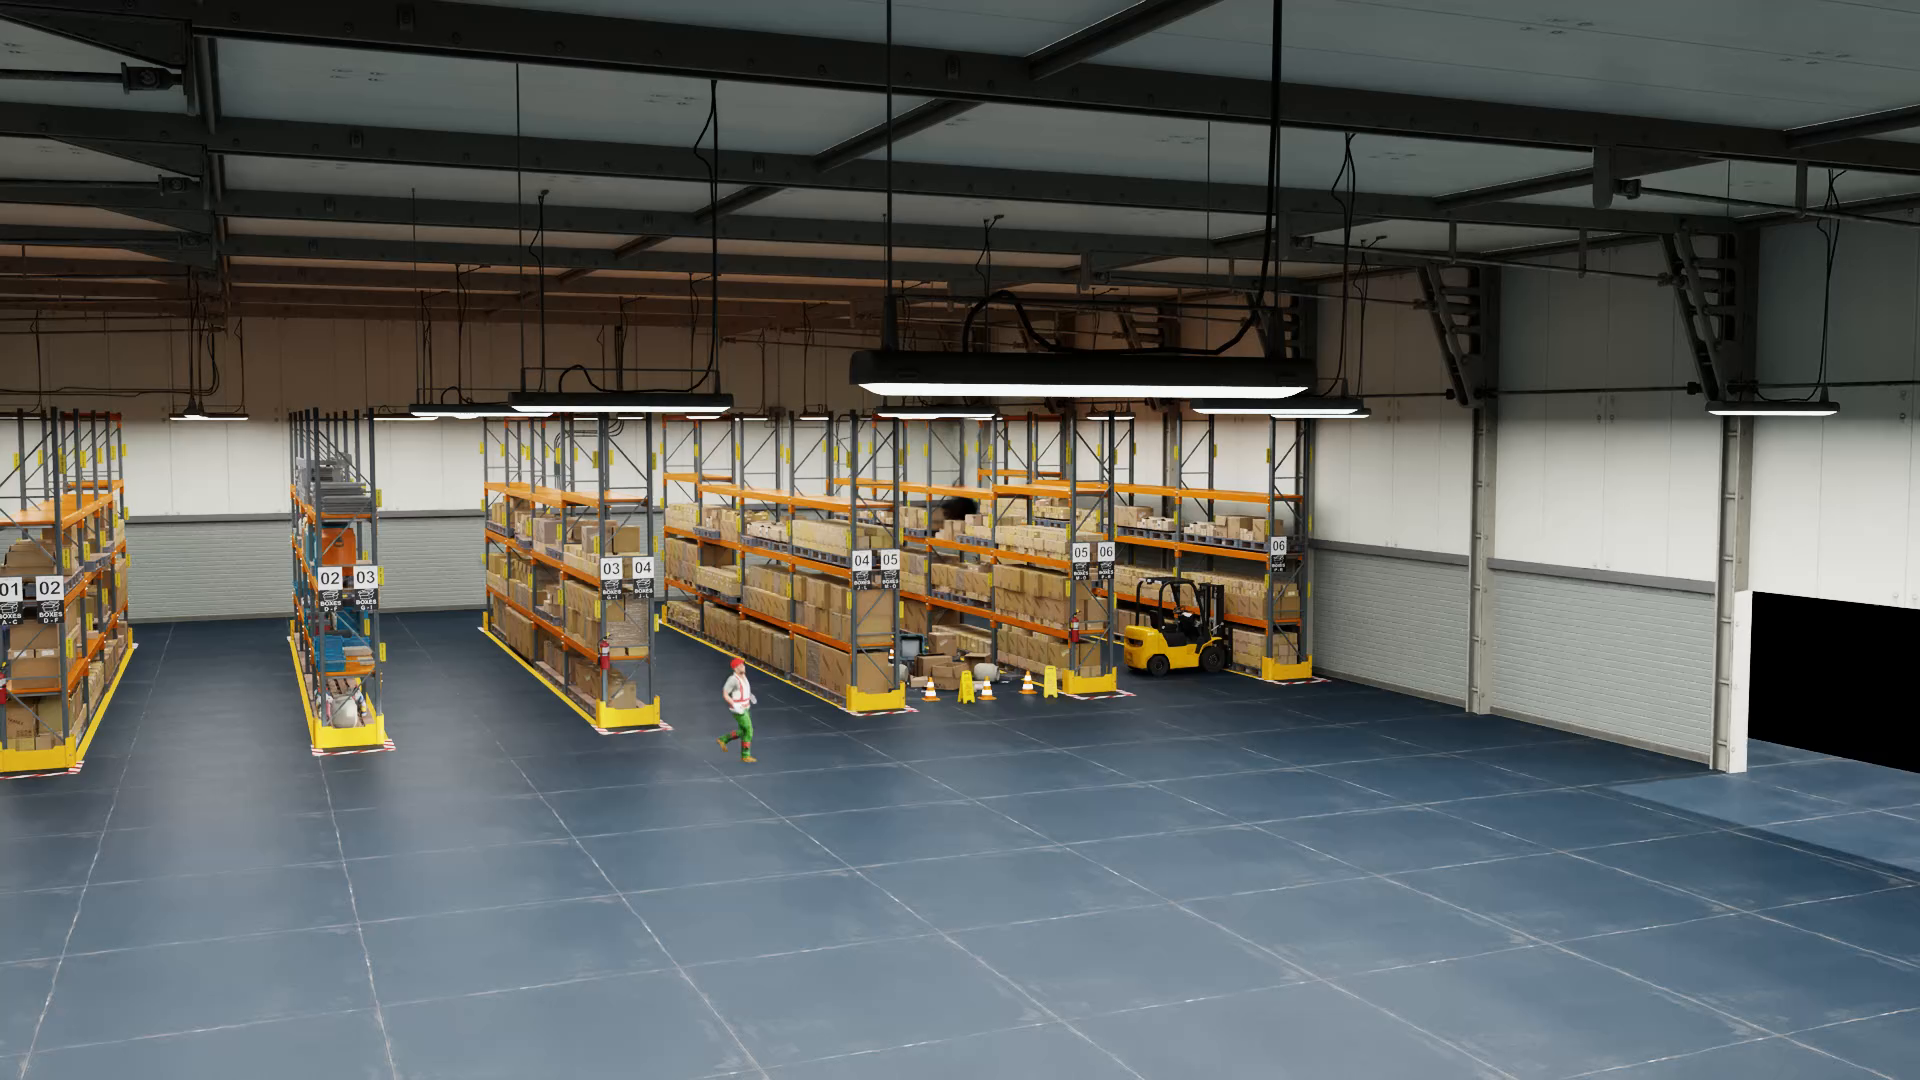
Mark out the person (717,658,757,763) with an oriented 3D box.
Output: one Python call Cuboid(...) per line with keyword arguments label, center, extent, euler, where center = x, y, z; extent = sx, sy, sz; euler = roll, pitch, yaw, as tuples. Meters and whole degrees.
Cuboid(label="person", center=(-3.785, 2.877, 28.193), extent=(0.732, 1.767, 0.652), euler=(1, 4, 13))
